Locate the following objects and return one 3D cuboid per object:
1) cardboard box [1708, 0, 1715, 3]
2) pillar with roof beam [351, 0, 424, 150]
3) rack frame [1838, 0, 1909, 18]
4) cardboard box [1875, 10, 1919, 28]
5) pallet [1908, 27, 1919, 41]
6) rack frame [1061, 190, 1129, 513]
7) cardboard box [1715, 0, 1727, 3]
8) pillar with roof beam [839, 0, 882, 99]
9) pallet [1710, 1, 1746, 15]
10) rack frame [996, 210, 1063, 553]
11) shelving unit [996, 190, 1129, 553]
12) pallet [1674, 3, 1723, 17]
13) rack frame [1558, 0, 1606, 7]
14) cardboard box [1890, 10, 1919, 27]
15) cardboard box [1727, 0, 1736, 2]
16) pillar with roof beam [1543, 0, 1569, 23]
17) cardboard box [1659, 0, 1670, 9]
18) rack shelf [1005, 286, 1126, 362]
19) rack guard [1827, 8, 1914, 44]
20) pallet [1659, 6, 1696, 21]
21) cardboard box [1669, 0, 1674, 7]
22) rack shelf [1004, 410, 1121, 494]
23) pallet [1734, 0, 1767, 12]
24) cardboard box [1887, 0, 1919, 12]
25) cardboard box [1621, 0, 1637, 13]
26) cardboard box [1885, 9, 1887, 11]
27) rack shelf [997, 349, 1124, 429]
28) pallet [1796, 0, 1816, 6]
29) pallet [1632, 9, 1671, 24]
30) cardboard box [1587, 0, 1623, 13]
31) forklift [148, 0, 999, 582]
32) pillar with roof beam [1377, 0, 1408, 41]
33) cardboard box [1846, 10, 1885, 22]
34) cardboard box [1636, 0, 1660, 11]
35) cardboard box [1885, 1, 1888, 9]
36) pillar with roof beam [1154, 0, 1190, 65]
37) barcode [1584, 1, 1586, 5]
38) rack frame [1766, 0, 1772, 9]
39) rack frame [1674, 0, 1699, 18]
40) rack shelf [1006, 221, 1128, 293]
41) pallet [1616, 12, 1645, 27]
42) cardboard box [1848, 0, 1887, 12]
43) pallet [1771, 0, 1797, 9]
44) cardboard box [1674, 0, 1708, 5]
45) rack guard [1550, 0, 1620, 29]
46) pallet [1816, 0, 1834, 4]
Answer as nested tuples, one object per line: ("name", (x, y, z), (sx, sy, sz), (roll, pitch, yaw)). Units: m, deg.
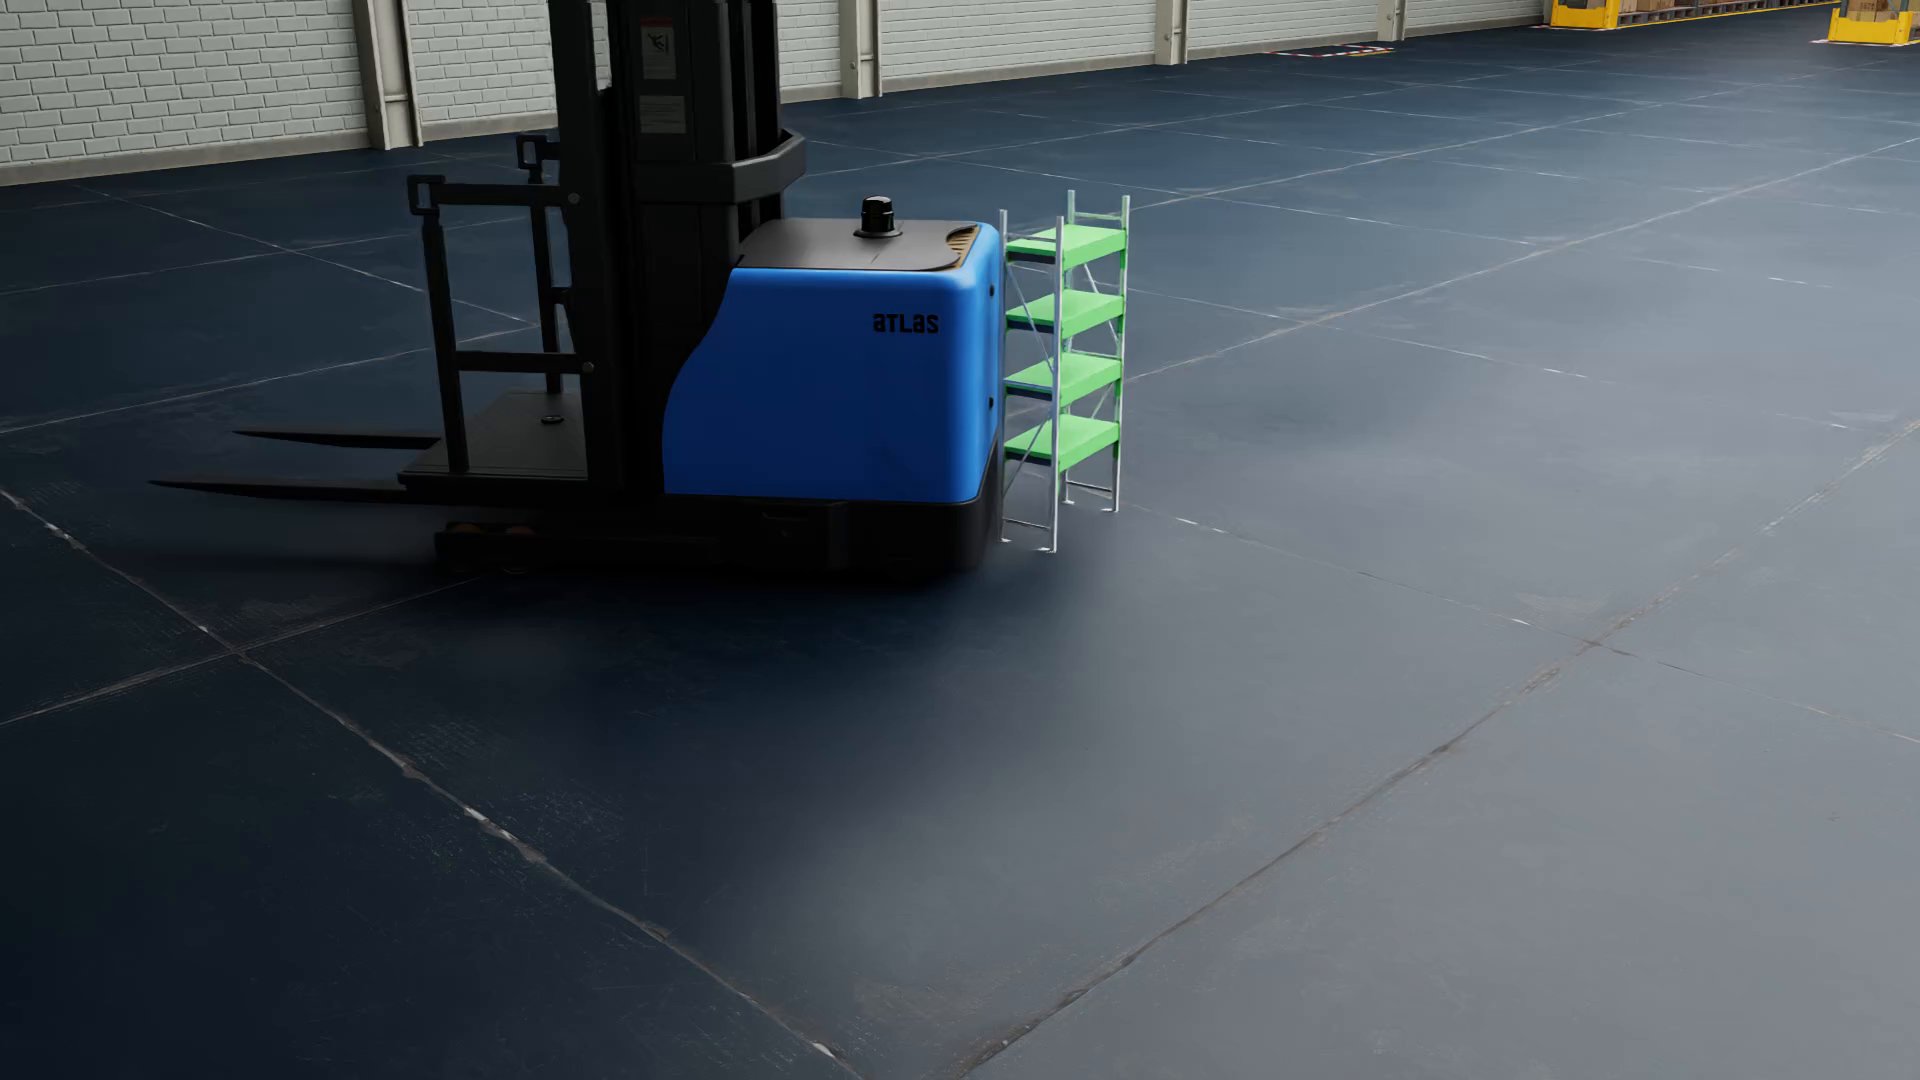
("cardboard box", (15.133, -11.323, 34.224), (0.700, 0.500, 0.500), (19, 28, 40))
("pillar with roof beam", (-2.273, -6.867, 11.399), (9.100, 9.000, 0.400), (19, 28, 41))
("rack frame", (15.068, -9.678, 27.074), (1.000, 3.000, 0.127), (19, 28, 41))
("cardboard box", (15.602, -8.673, 27.706), (0.500, 0.250, 0.500), (19, 28, 41))
("pallet", (15.572, -8.584, 28.113), (1.003, 0.211, 1.213), (19, 28, 41))
("rack frame", (0.497, -0.686, 6.187), (0.240, 1.200, 0.015), (13, 24, 30))
("cardboard box", (15.518, -11.444, 34.538), (0.700, 0.500, 0.500), (20, 28, 41))
("pillar with roof beam", (1.912, -8.410, 15.411), (9.100, 9.000, 0.400), (19, 28, 41))
("pallet", (15.700, -11.160, 34.814), (1.003, 0.211, 1.213), (19, 28, 41))
("rack frame", (0.239, -0.538, 5.801), (0.240, 1.200, 0.015), (13, 24, 30))
("shelving unit", (0.368, -0.612, 5.994), (0.258, 1.200, 0.503), (13, 24, 30))
("pallet", (14.849, -10.844, 33.995), (1.003, 0.211, 1.213), (19, 28, 41))
("rack frame", (11.516, -10.917, 30.298), (1.000, 3.000, 0.127), (19, 28, 41))
("cardboard box", (15.948, -8.803, 28.043), (0.500, 0.250, 0.500), (19, 28, 41))
("cardboard box", (15.863, -11.576, 34.882), (0.700, 0.500, 0.500), (19, 28, 40))
("pillar with roof beam", (14.469, -13.037, 27.449), (9.100, 9.000, 0.400), (19, 28, 41))
("cardboard box", (13.611, -10.707, 32.622), (0.500, 0.500, 0.500), (17, 27, 37))
("rack shelf", (0.368, -0.776, 5.931), (0.258, 0.148, 0.480), (13, 24, 30))
("rack guard", (15.051, -8.506, 27.507), (1.175, 0.500, 0.348), (19, 28, 41))
("pallet", (13.863, -10.462, 33.001), (1.003, 0.211, 1.213), (19, 28, 41))
("cardboard box", (13.955, -10.683, 33.025), (0.380, 0.166, 0.250), (15, 26, 34))
("rack shelf", (0.368, -0.328, 6.103), (0.258, 0.148, 0.480), (13, 24, 30))
("pallet", (16.551, -11.472, 35.626), (1.003, 0.211, 1.213), (19, 28, 41))
("cardboard box", (15.949, -9.152, 27.907), (0.500, 0.500, 0.500), (19, 28, 41))
("cardboard box", (12.461, -10.170, 31.486), (0.500, 0.311, 0.500), (-17, 27, -38))
("cardboard box", (15.571, -8.934, 28.386), (0.500, 0.250, 0.500), (19, 28, 41))
("rack shelf", (0.368, -0.552, 6.017), (0.258, 0.148, 0.480), (13, 24, 30))
("pallet", (18.552, -12.168, 37.438), (1.003, 0.211, 1.213), (19, 28, 41))
("pallet", (13.012, -10.147, 32.181), (1.003, 0.211, 1.213), (19, 28, 41))
("cardboard box", (12.063, -10.023, 31.105), (0.500, 0.311, 0.500), (15, 26, 35))
("forklift", (-1.394, -1.434, 5.719), (3.031, 2.935, 1.130), (2, 21, 6))
("pillar with roof beam", (10.284, -11.494, 23.437), (9.100, 9.000, 0.400), (19, 28, 41))
("cardboard box", (15.230, -8.803, 28.043), (0.500, 0.250, 0.500), (19, 28, 41))
("cardboard box", (13.009, -10.434, 31.910), (0.700, 0.500, 0.500), (17, 27, 37))
("cardboard box", (15.916, -9.414, 28.589), (0.500, 0.500, 0.500), (19, 28, 41))
("pillar with roof beam", (6.098, -9.952, 19.424), (9.100, 9.000, 0.400), (19, 28, 41))
("barcode", (11.789, -10.132, 31.376), (0.001, 0.075, 0.075), (19, 28, 41))
("rack frame", (17.097, -12.974, 35.648), (1.000, 3.000, 0.127), (19, 28, 41))
("rack frame", (14.307, -11.946, 32.973), (1.000, 3.000, 0.127), (19, 28, 41))
("rack shelf", (0.368, -1.000, 5.845), (0.258, 0.148, 0.480), (13, 24, 30))
("pallet", (12.161, -9.835, 31.369), (1.003, 0.211, 1.213), (19, 28, 41))
("cardboard box", (15.229, -9.153, 27.910), (0.500, 0.500, 0.500), (19, 28, 41))
("pallet", (17.701, -11.856, 36.626), (1.003, 0.211, 1.213), (19, 28, 41))
("cardboard box", (14.808, -11.177, 33.845), (0.500, 0.500, 0.700), (-19, 28, -40))
("rack guard", (11.569, -9.770, 30.797), (1.175, 0.500, 0.348), (19, 28, 41))
("pallet", (19.403, -12.483, 38.258), (1.003, 0.211, 1.213), (19, 28, 41))
